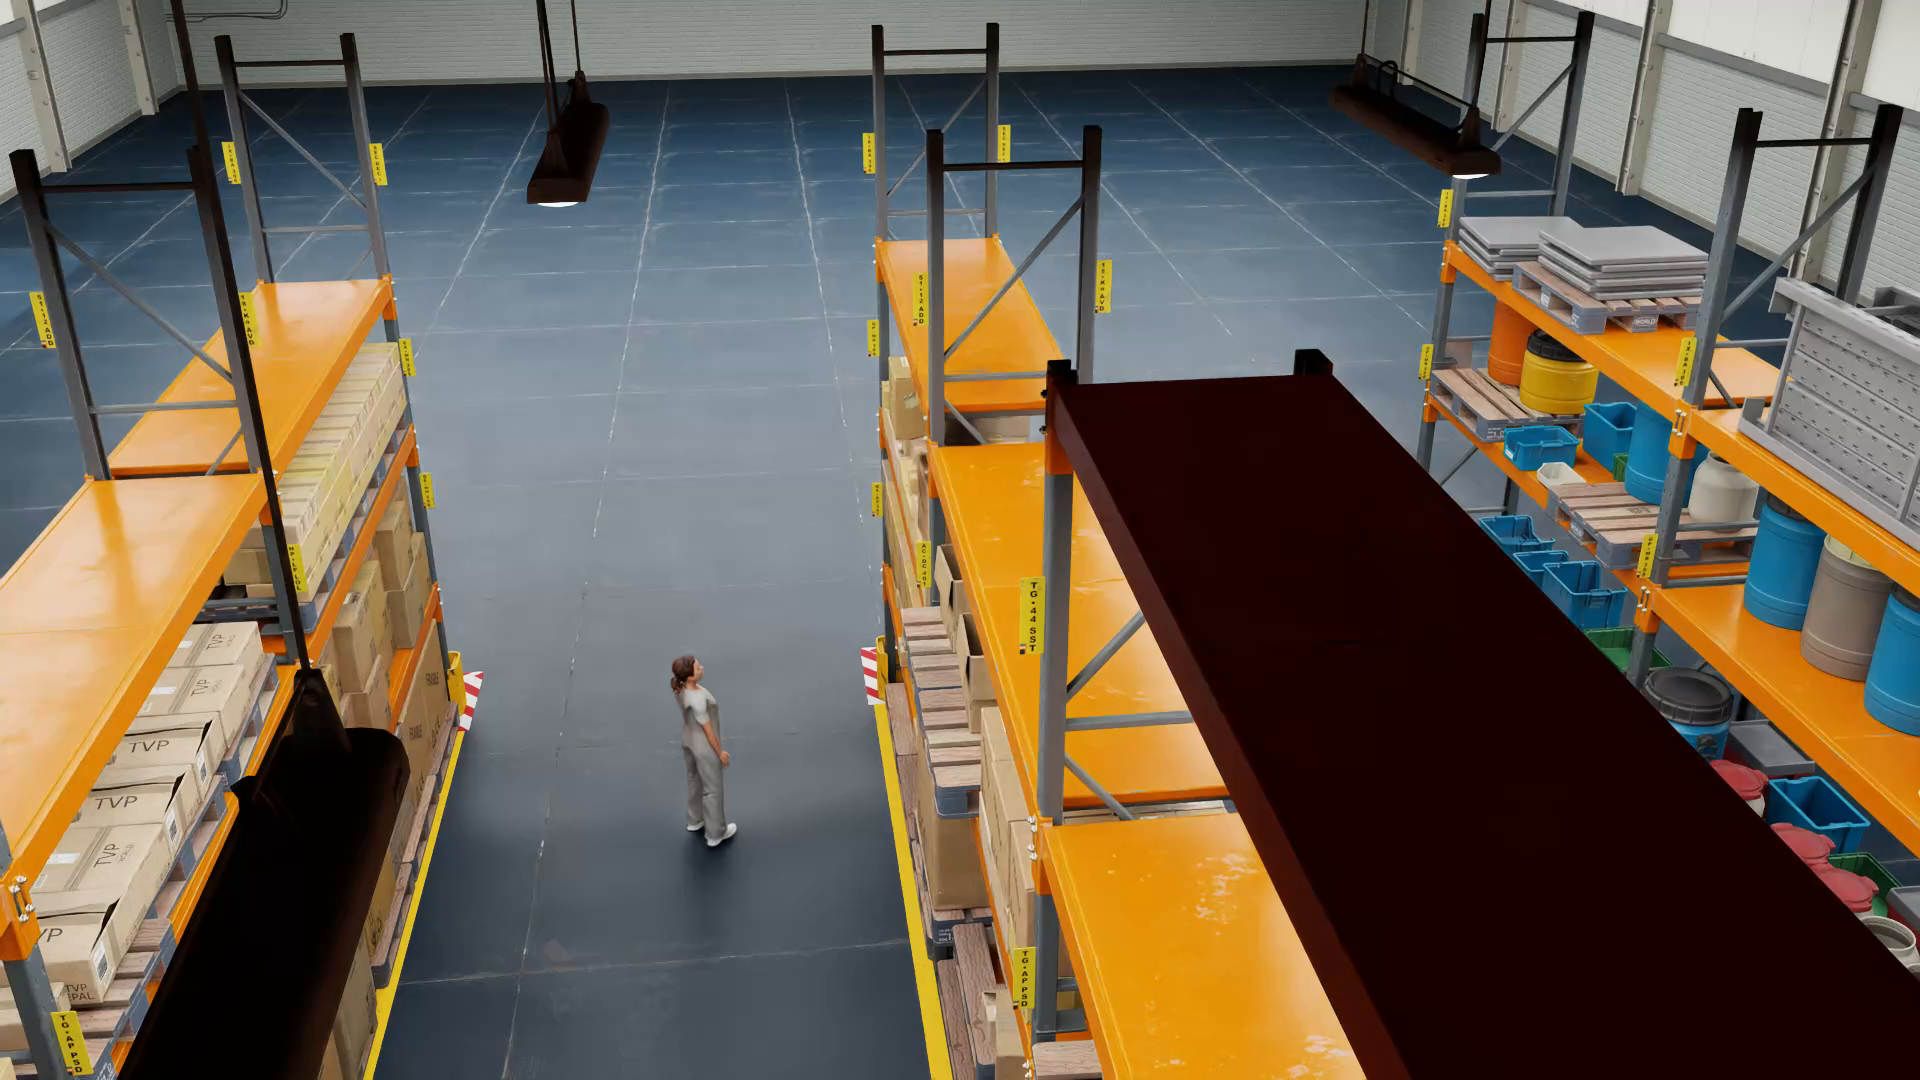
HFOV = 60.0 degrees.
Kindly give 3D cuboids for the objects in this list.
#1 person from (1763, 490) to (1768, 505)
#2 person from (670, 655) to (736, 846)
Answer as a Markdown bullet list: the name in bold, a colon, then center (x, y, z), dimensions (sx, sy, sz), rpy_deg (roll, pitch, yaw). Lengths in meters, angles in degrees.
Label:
- **person**: center (8.688, -0.427, 17.359), dimensions (0.676, 1.800, 0.563), rpy_deg (-18, 31, -32)
- **person**: center (-2.040, 1.632, 13.130), dimensions (0.413, 1.669, 0.492), rpy_deg (-19, 32, -35)
